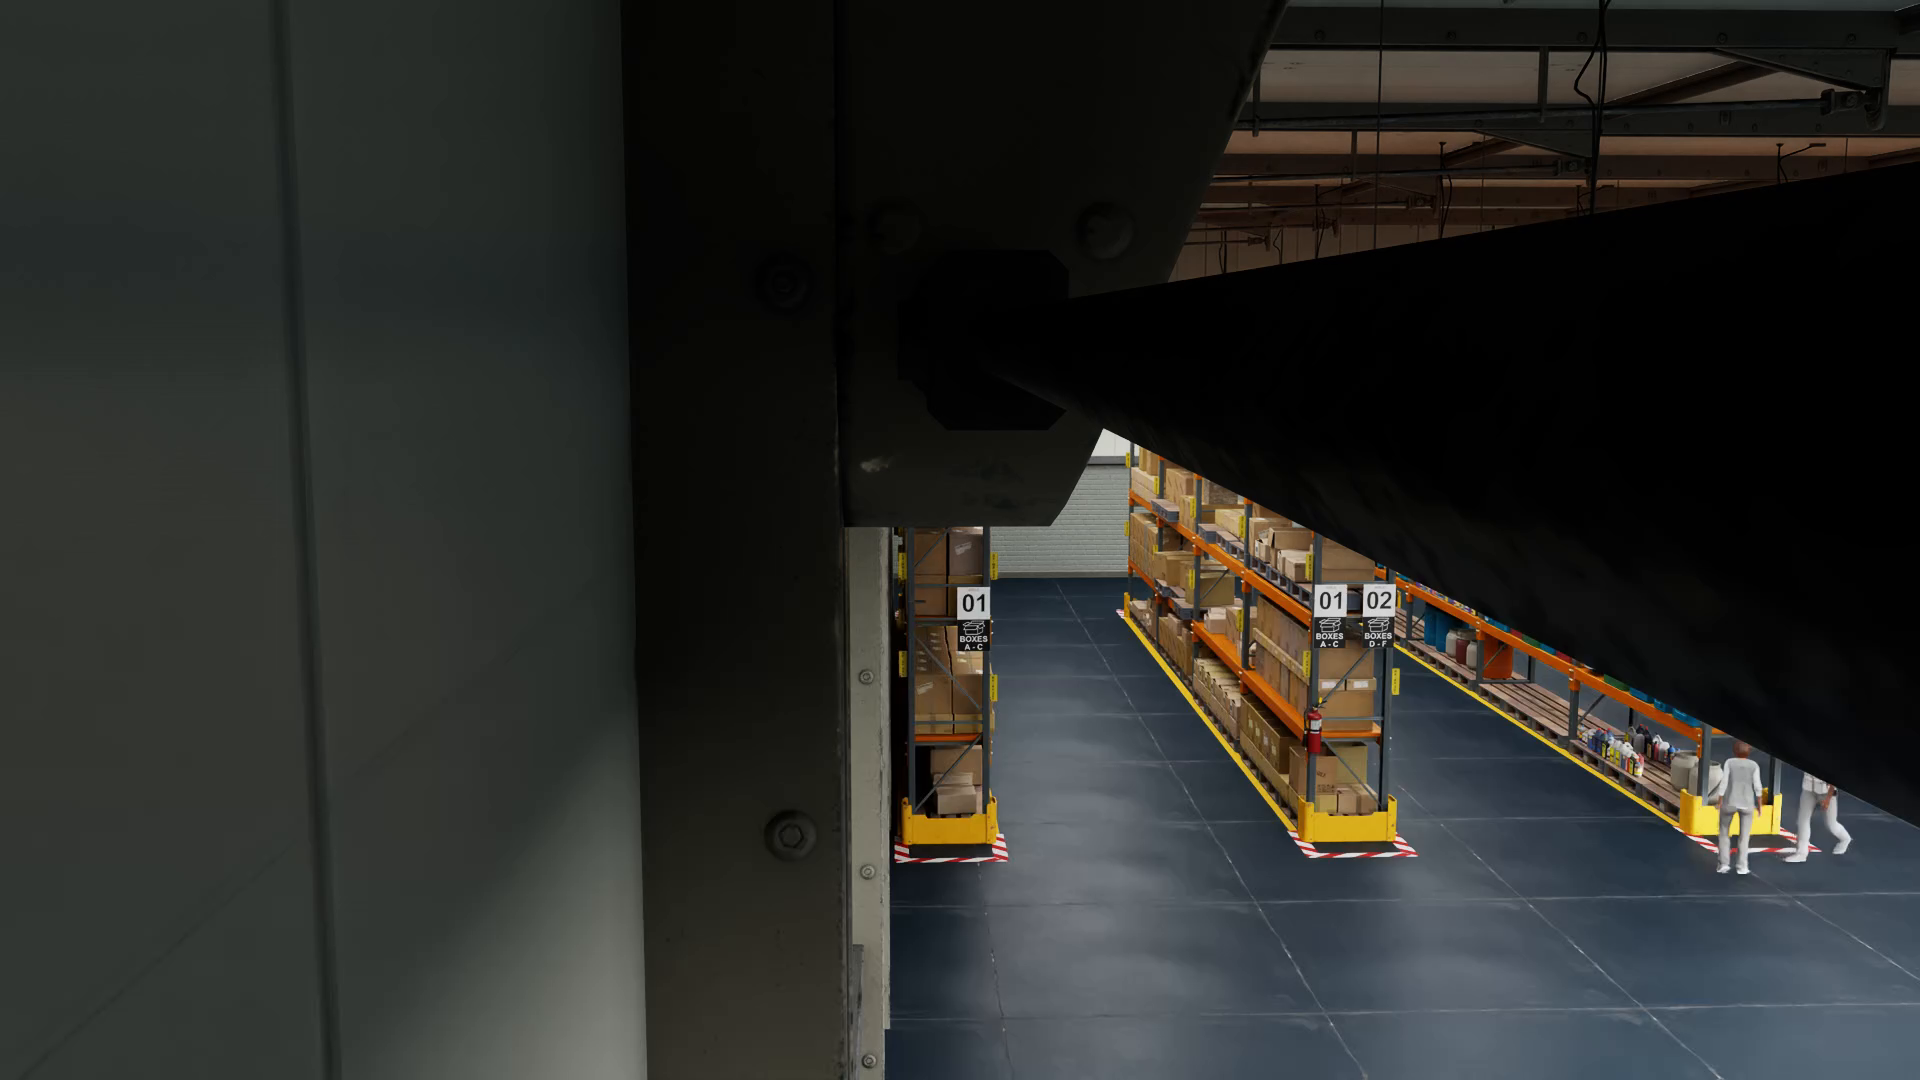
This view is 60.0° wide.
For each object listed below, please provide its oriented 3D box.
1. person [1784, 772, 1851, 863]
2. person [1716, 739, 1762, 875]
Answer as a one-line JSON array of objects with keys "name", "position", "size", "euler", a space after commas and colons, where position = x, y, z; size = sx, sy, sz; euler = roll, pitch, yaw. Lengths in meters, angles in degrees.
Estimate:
[{"name": "person", "position": [10.219, 2.982, 19.717], "size": [0.884, 1.664, 0.421], "euler": [-5, 9, -32]}, {"name": "person", "position": [9.030, 3.108, 19.255], "size": [0.467, 1.654, 0.349], "euler": [3, 8, 23]}]
